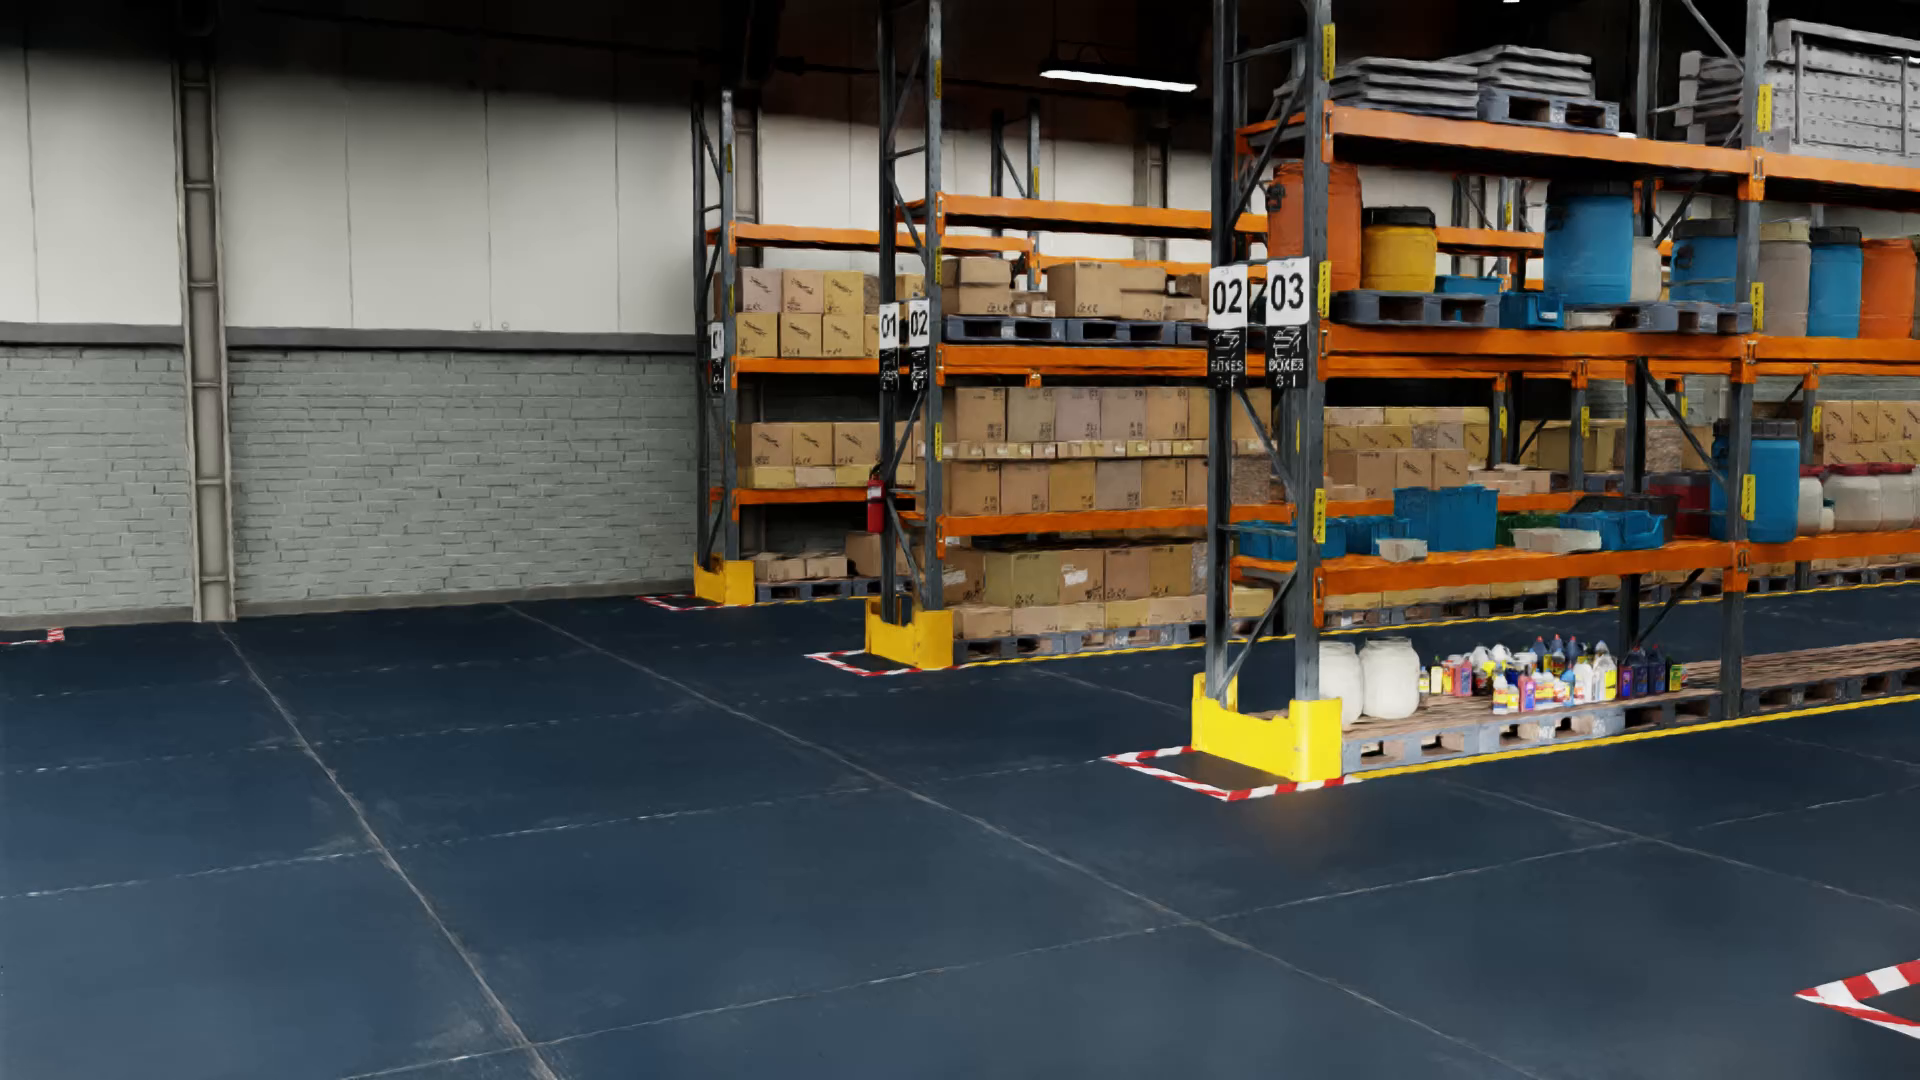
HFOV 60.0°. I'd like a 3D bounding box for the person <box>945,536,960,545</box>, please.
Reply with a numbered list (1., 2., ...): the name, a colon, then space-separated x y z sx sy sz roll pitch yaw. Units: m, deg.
1. person: -0.168 -0.045 17.718 0.535 1.757 0.683 5 7 44
